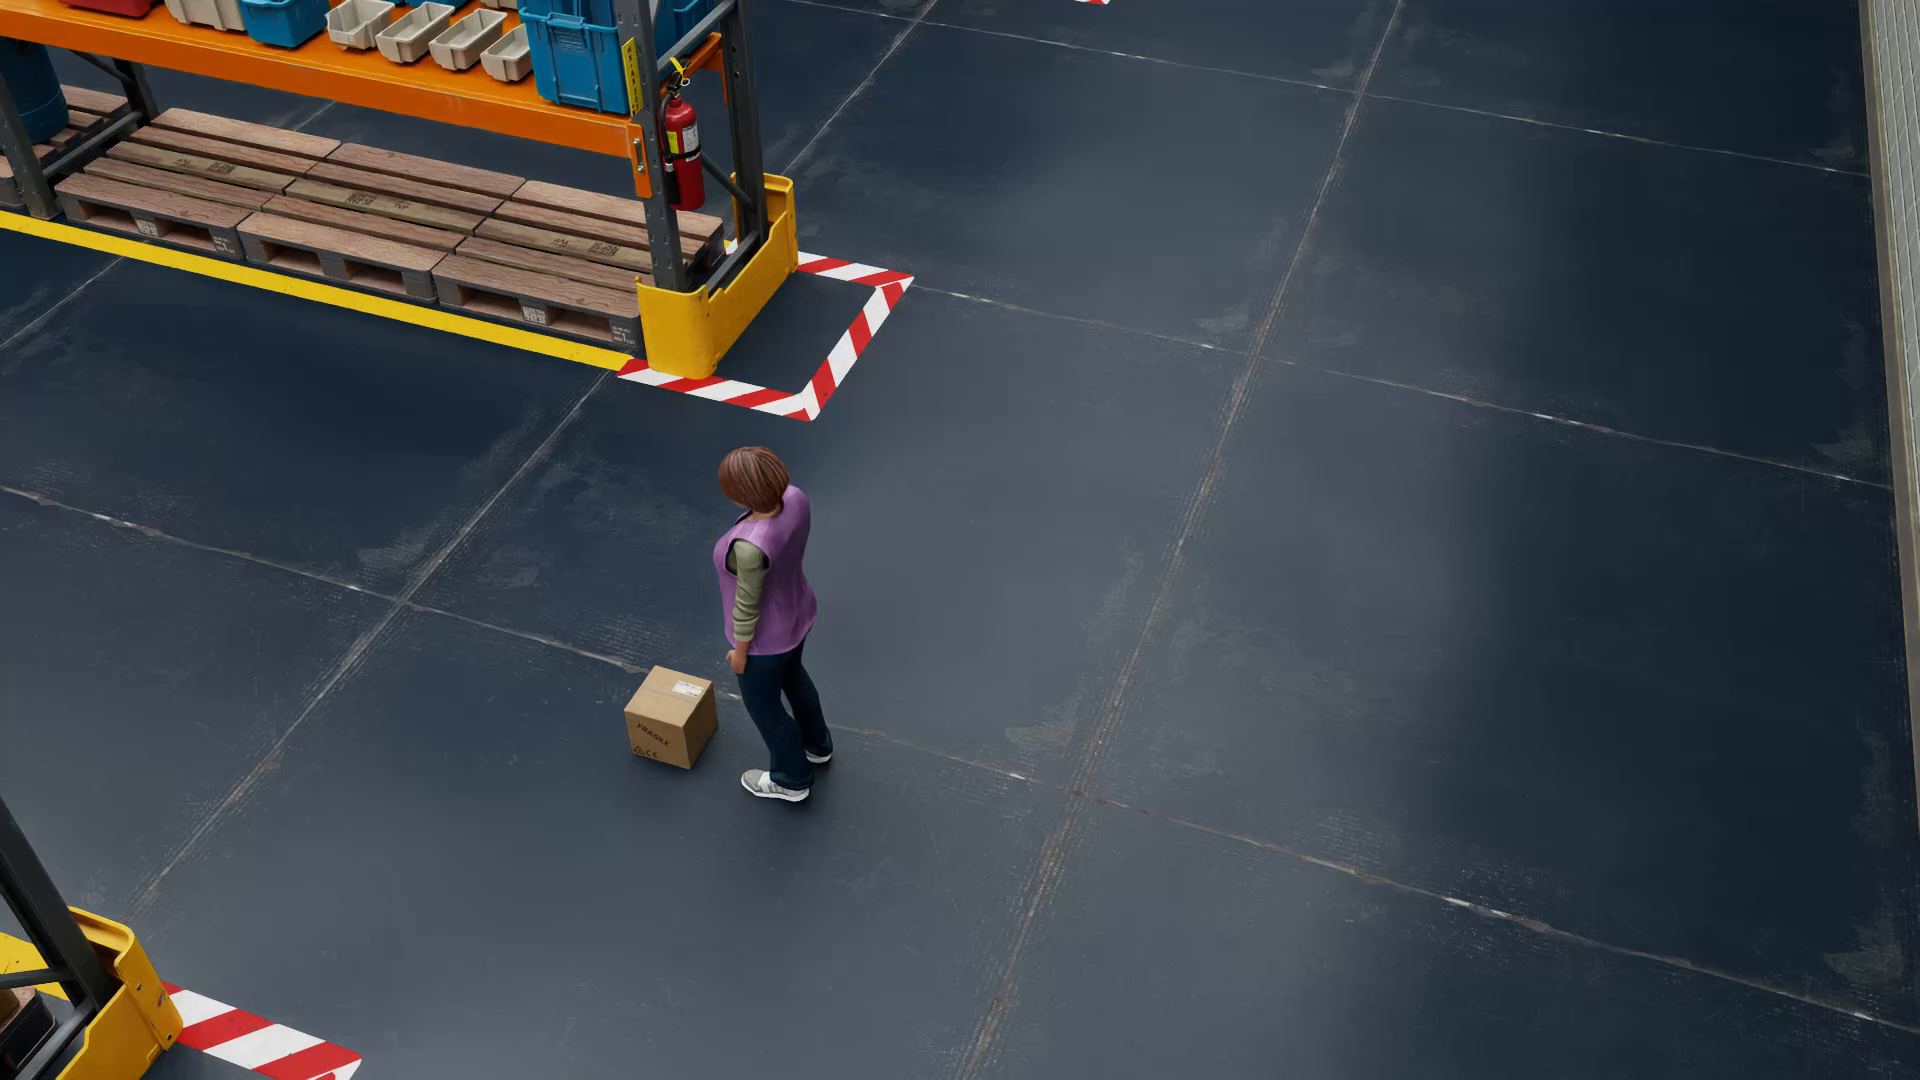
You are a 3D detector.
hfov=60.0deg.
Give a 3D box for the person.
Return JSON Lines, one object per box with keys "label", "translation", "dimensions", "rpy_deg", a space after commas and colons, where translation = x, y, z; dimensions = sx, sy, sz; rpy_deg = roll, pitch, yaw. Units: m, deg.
{"label": "person", "translation": [-0.664, 0.312, 5.829], "dimensions": [0.302, 1.591, 0.406], "rpy_deg": [15, 44, 16]}
